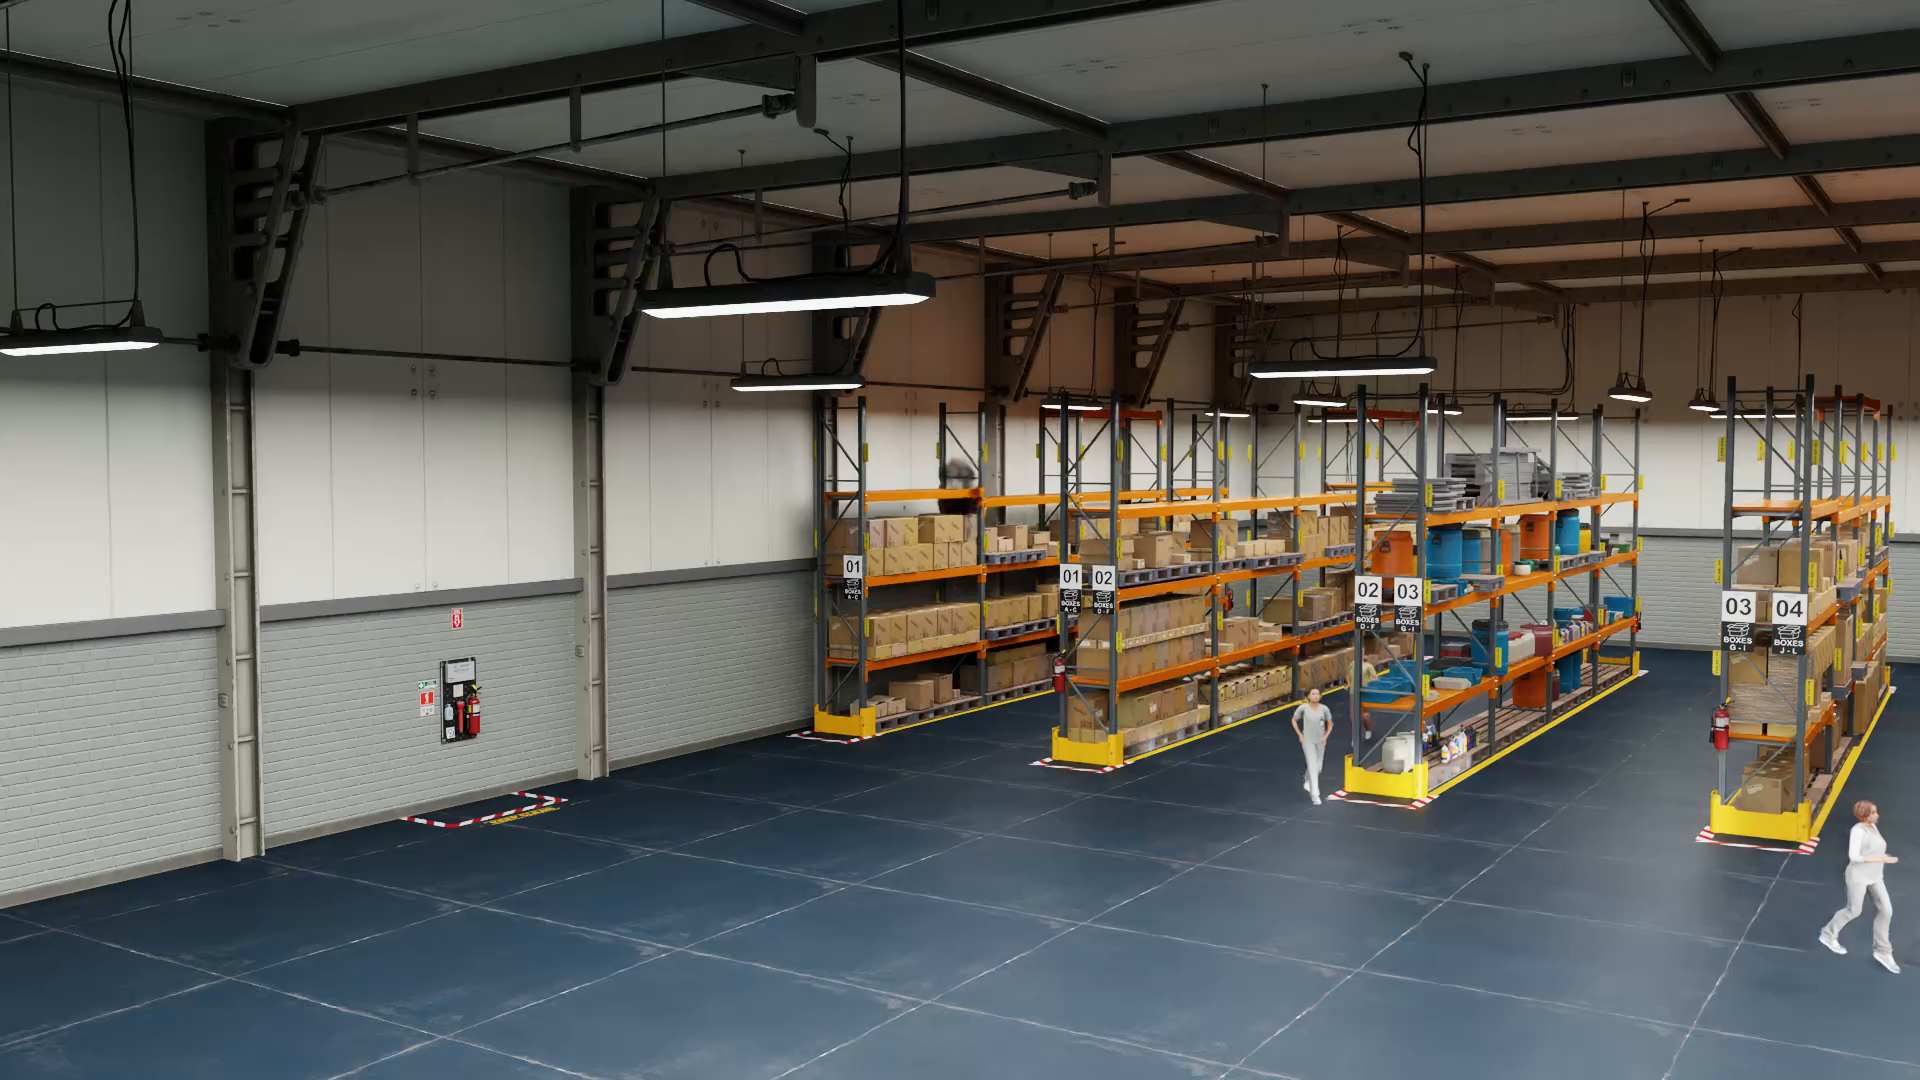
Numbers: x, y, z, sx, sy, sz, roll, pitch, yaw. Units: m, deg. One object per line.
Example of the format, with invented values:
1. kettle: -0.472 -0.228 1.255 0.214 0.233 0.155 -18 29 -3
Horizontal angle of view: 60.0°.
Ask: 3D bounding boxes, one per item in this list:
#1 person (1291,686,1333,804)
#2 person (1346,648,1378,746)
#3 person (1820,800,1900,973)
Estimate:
1. person: 5.081 2.918 23.958 0.580 1.650 0.837 0 3 -4
2. person: 6.846 2.664 28.471 0.584 1.662 0.791 2 3 30
3. person: 8.794 3.346 16.243 0.522 1.645 0.751 -2 4 -31
